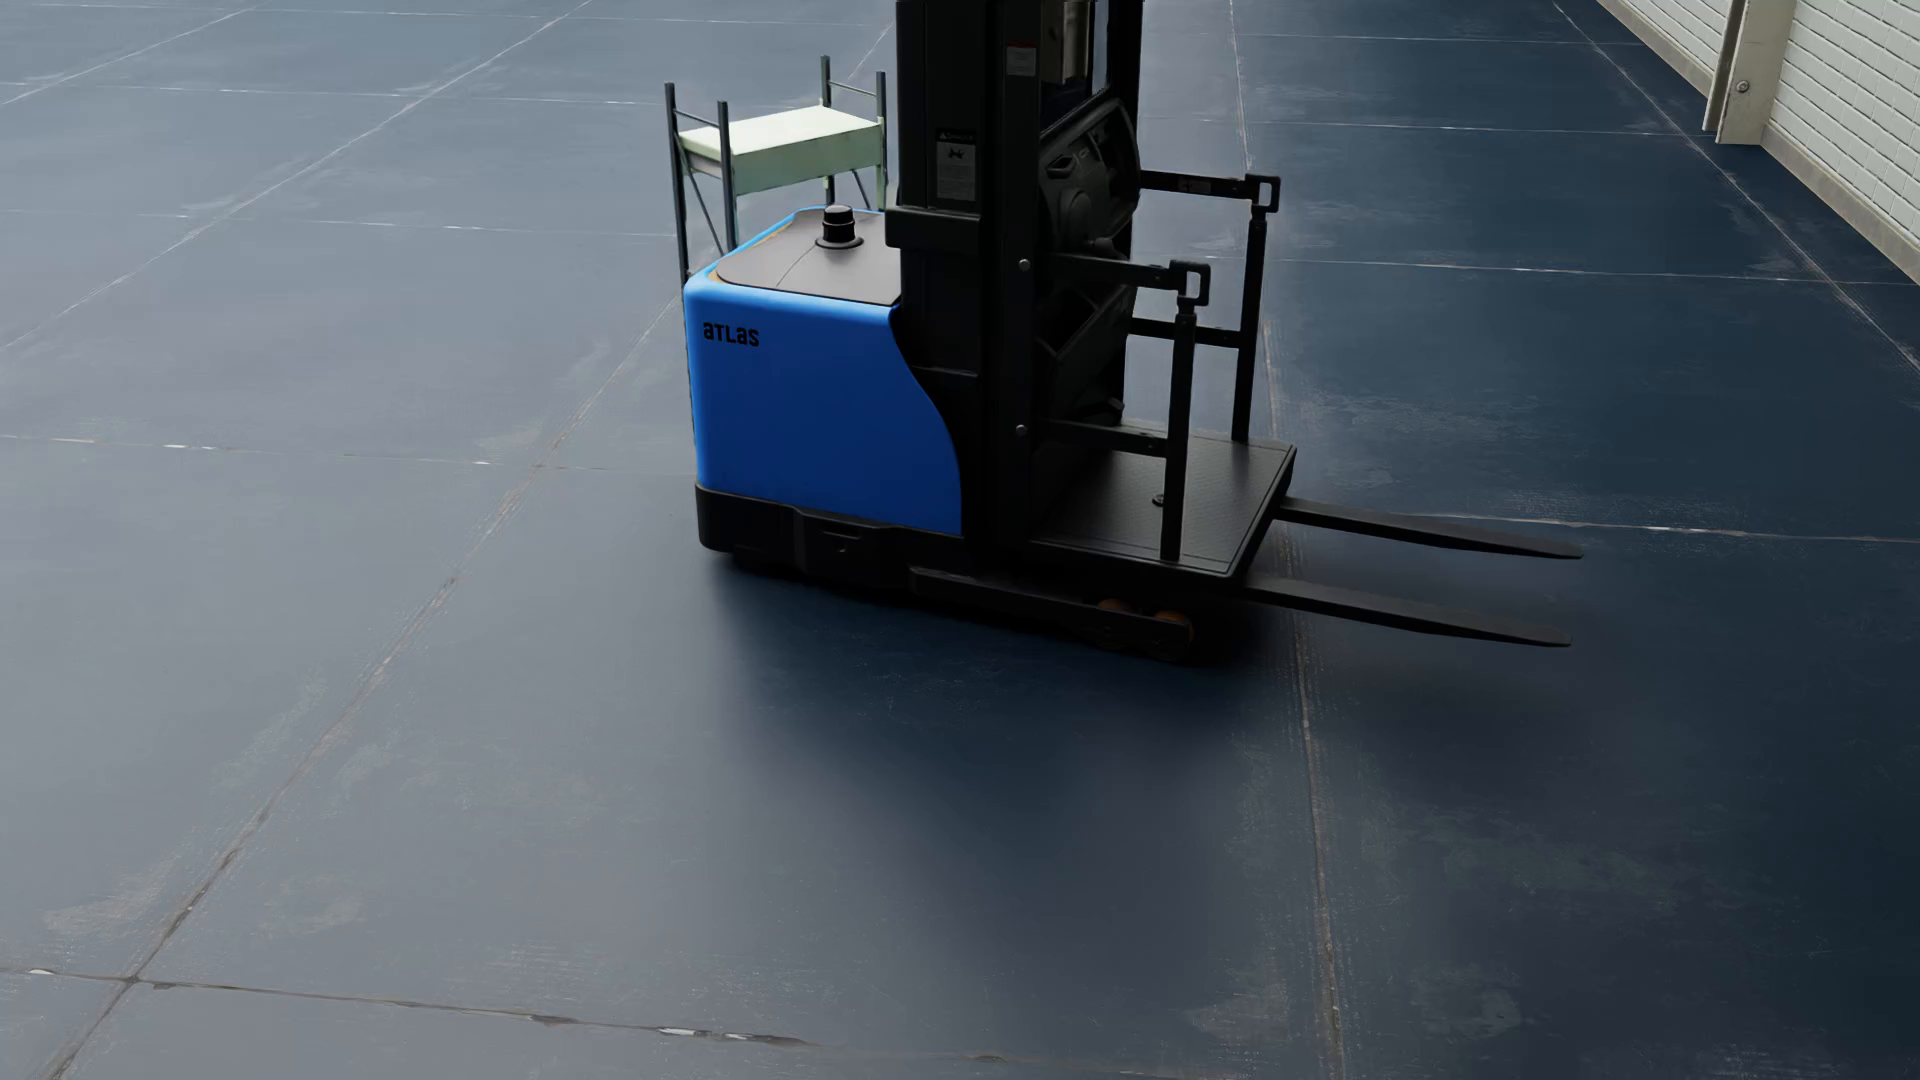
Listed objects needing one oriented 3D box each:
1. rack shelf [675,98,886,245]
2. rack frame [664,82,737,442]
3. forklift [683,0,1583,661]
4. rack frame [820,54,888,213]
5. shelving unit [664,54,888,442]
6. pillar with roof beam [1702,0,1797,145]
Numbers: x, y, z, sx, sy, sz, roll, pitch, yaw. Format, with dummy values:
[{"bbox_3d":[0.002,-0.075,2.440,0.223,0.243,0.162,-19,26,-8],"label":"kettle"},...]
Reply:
[{"bbox_3d":[-0.707,-1.465,6.564,0.720,0.370,0.431,-22,35,-35],"label":"rack shelf"},{"bbox_3d":[-0.985,-1.008,6.540,0.023,1.500,0.400,-22,35,-35],"label":"rack frame"},{"bbox_3d":[0.612,-1.176,5.343,3.031,2.935,1.130,11,30,19],"label":"forklift"},{"bbox_3d":[-0.428,-1.233,6.958,0.023,1.500,0.400,-22,35,-35],"label":"rack frame"},{"bbox_3d":[-0.706,-1.121,6.749,0.755,1.500,0.431,-22,35,-35],"label":"shelving unit"},{"bbox_3d":[1.014,-6.972,9.703,9.100,9.000,0.400,3,28,6],"label":"pillar with roof beam"}]
